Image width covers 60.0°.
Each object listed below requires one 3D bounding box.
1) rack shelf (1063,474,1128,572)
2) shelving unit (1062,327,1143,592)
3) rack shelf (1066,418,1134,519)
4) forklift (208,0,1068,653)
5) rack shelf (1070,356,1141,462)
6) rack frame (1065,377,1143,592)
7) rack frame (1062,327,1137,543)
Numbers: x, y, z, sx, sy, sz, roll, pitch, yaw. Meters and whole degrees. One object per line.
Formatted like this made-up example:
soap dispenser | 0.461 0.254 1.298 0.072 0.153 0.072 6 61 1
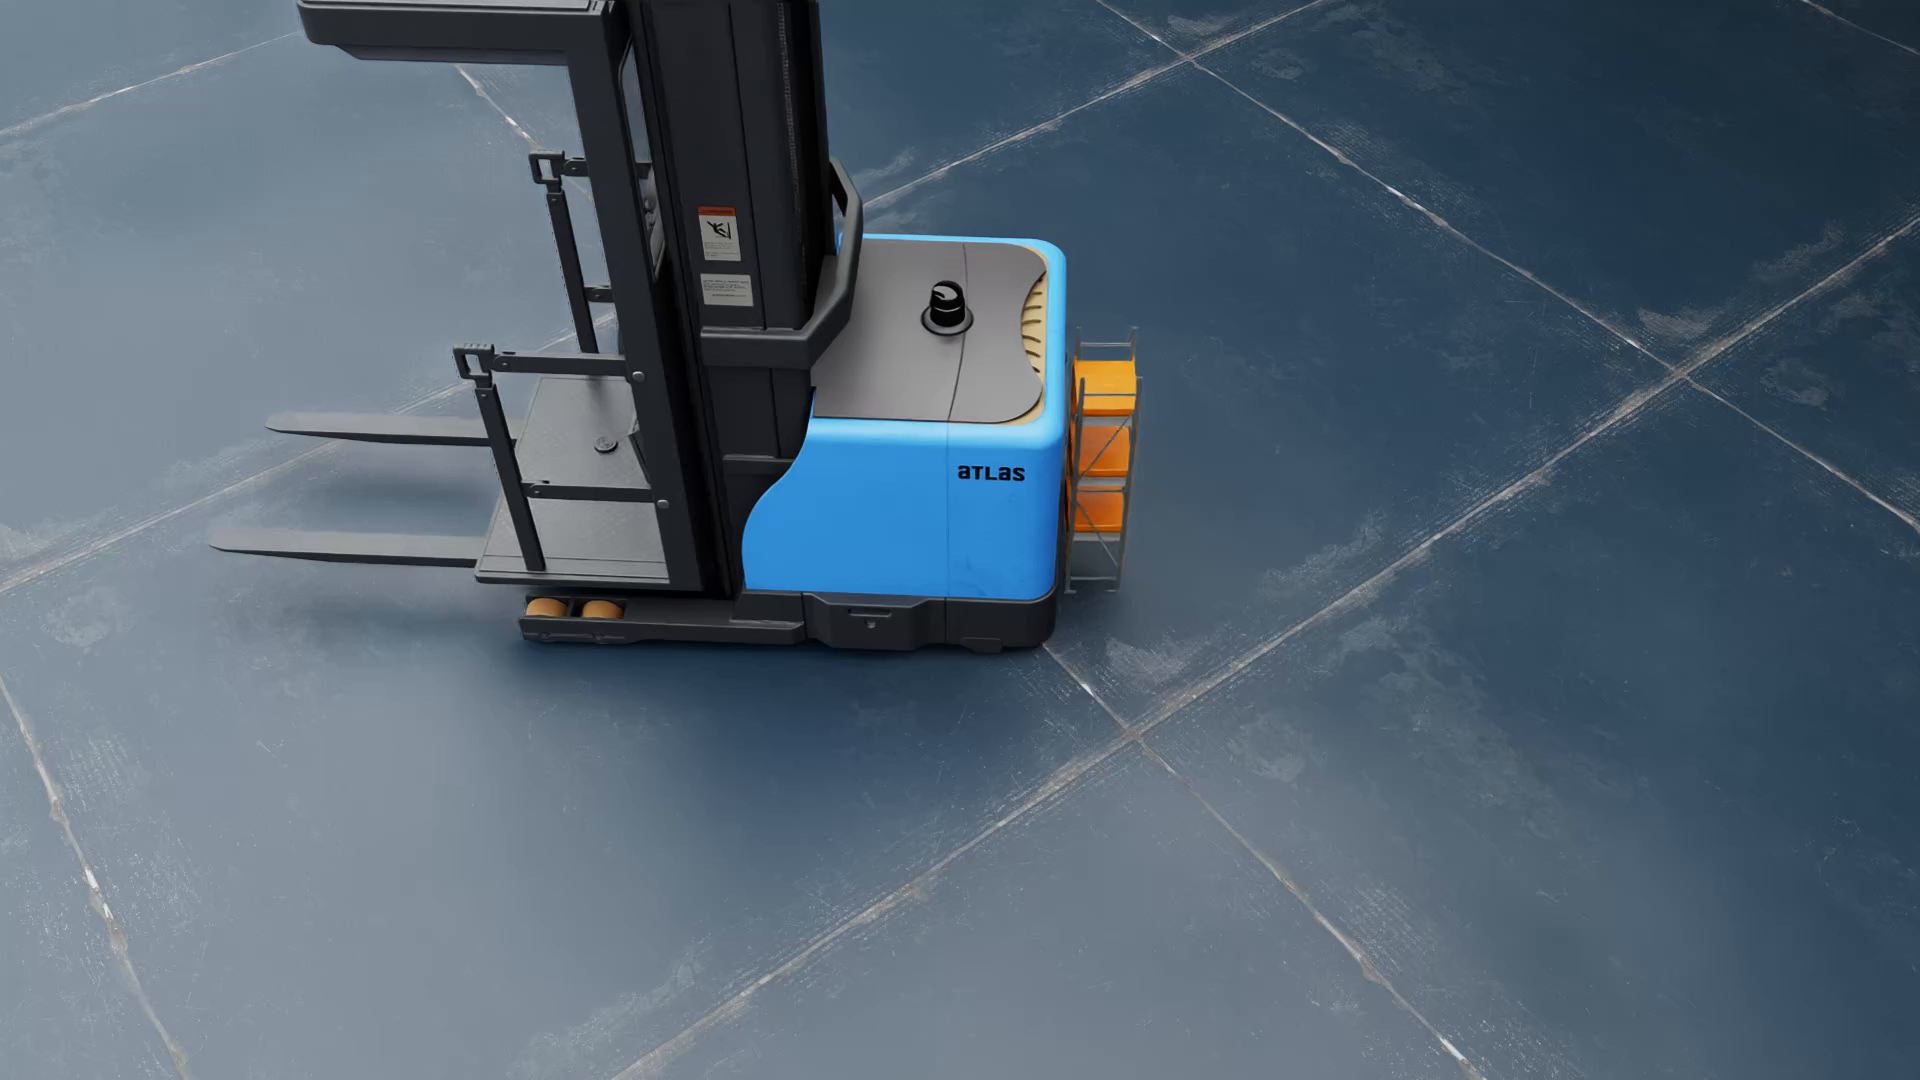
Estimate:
rack shelf | 0.483 -0.061 5.986 0.215 0.259 0.240 0 48 0
shelving unit | 0.483 -0.255 5.772 0.215 1.050 0.252 0 48 0
rack shelf | 0.483 -0.247 5.780 0.215 0.259 0.240 0 48 0
forklift | -1.156 -1.004 5.182 3.031 2.935 1.130 2 48 2
rack shelf | 0.483 -0.438 5.570 0.215 0.259 0.240 0 48 0
rack frame | 0.483 -0.164 5.690 0.200 1.050 0.008 0 48 0
rack frame | 0.483 -0.345 5.854 0.200 1.050 0.008 0 48 0
